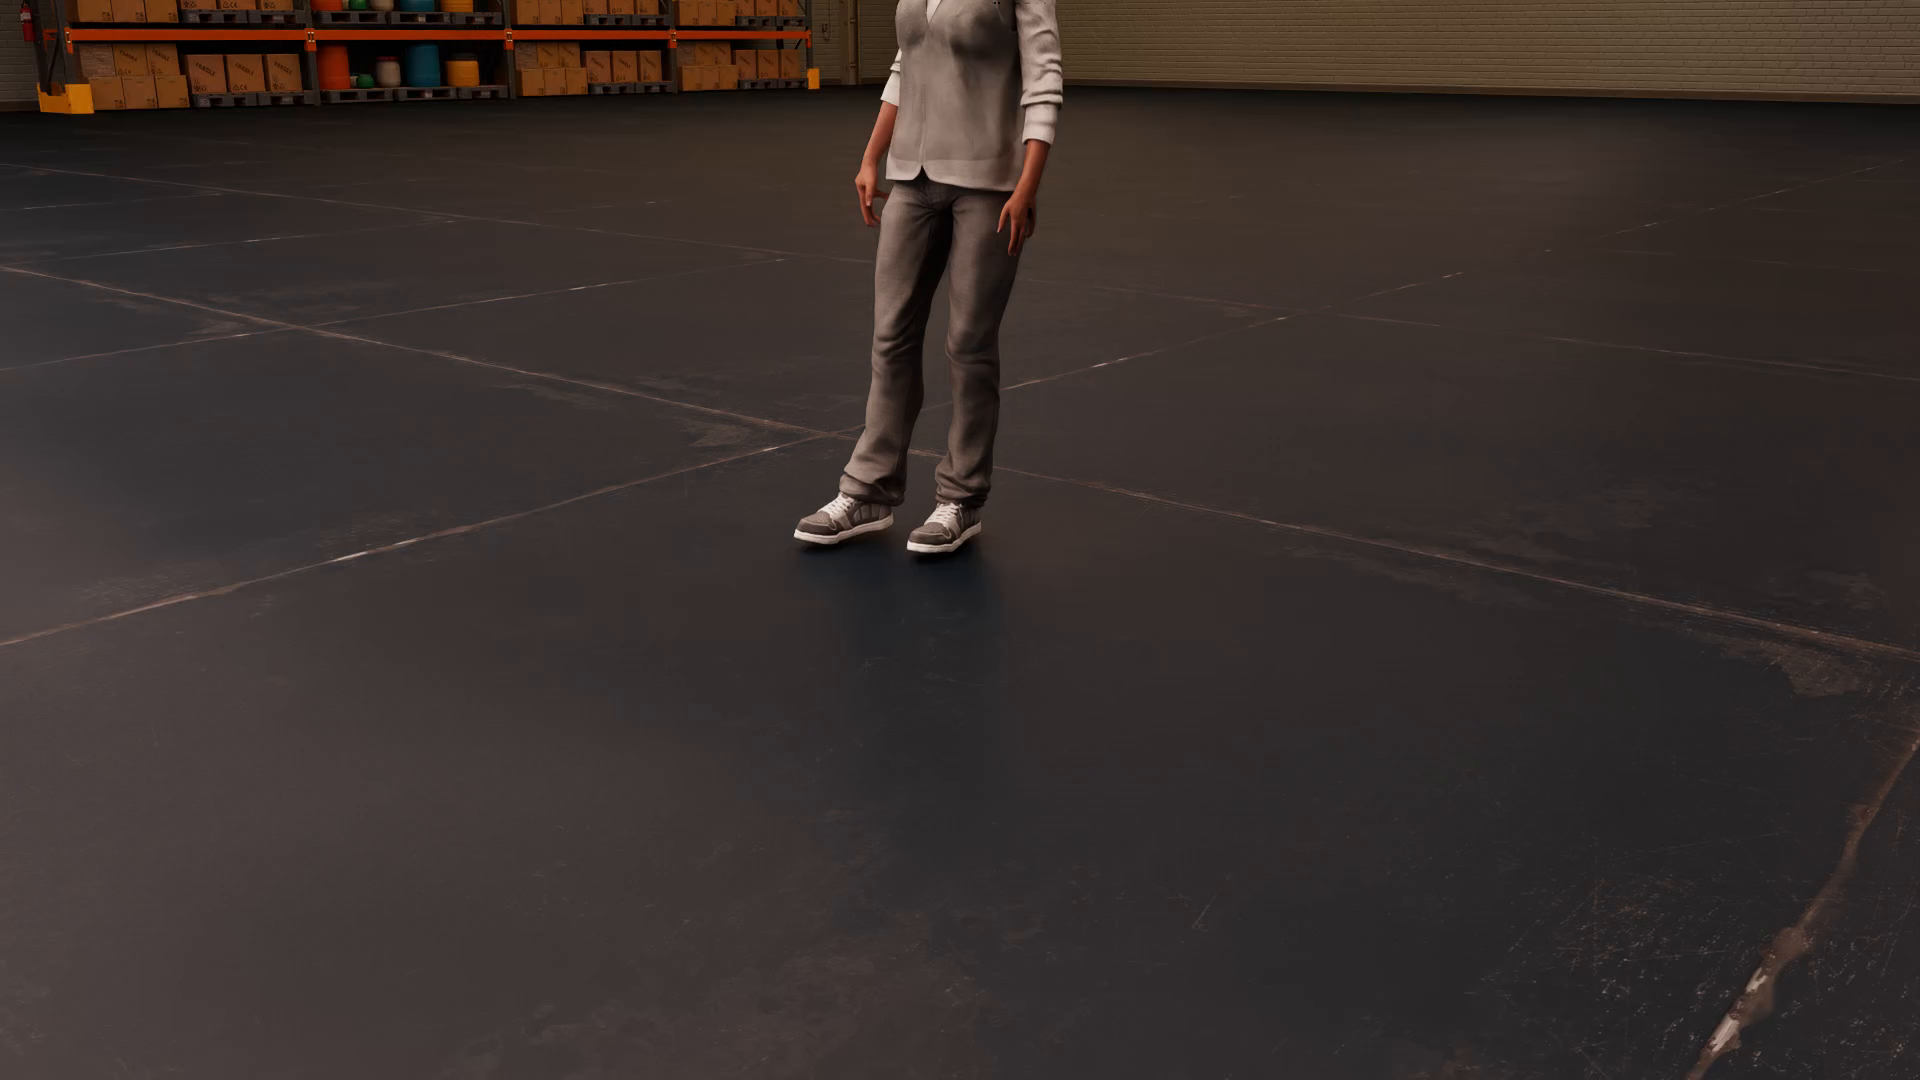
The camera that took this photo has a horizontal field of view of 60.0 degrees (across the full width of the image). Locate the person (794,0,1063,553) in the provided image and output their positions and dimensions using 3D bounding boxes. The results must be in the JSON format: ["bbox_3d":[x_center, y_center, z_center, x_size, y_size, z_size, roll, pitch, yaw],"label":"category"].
[{"bbox_3d":[-0.058,-0.757,3.661,0.521,1.599,0.473,13,21,37],"label":"person"}]
